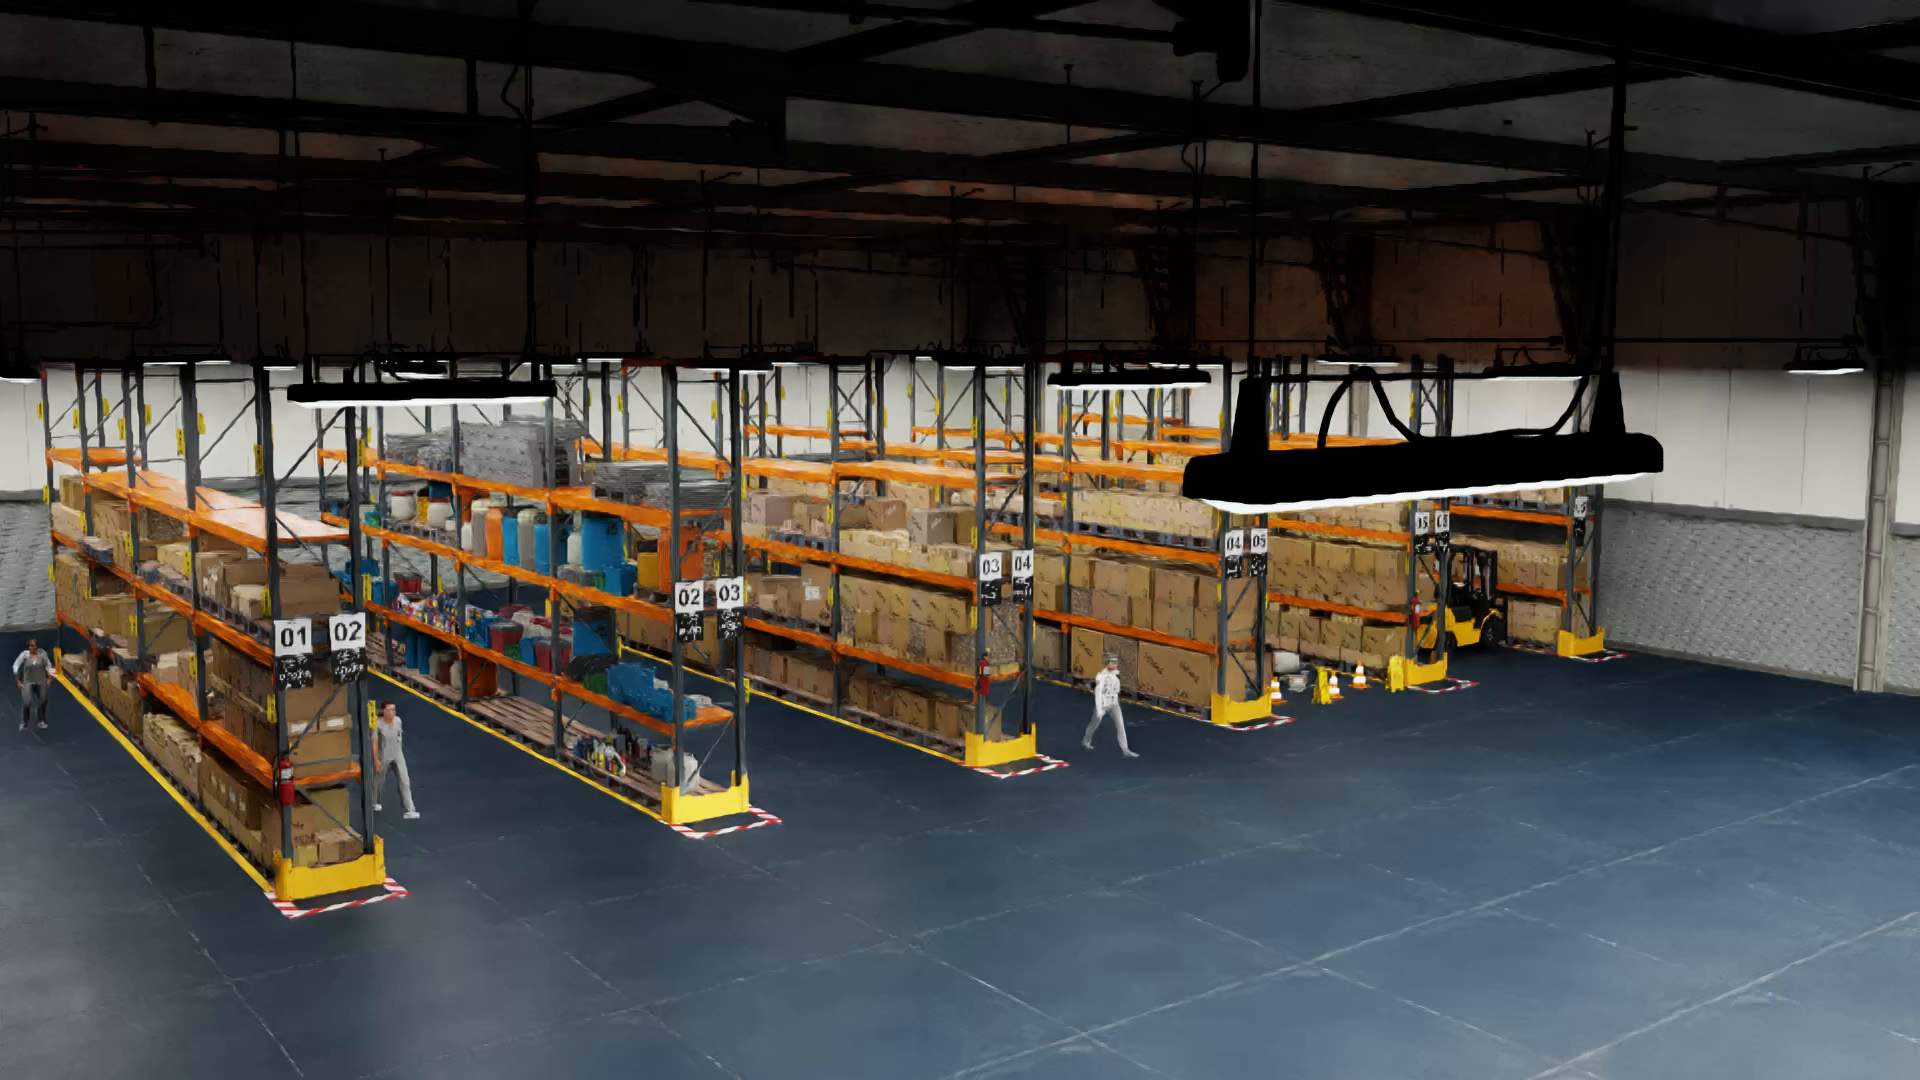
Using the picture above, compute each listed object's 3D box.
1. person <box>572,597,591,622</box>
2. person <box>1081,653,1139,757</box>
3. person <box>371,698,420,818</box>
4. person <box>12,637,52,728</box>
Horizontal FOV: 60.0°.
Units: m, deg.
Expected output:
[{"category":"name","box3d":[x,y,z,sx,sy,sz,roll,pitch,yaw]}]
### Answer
[{"category":"person","box3d":[-6.688,1.866,29.835,0.625,1.767,0.492,4,8,29]},{"category":"person","box3d":[2.253,2.487,25.342,0.495,1.589,1.086,-5,8,-34]},{"category":"person","box3d":[-7.577,2.877,22.067,0.449,1.586,1.099,-5,9,-38]},{"category":"person","box3d":[-15.113,2.331,27.120,0.566,1.526,0.519,-6,9,-39]}]
